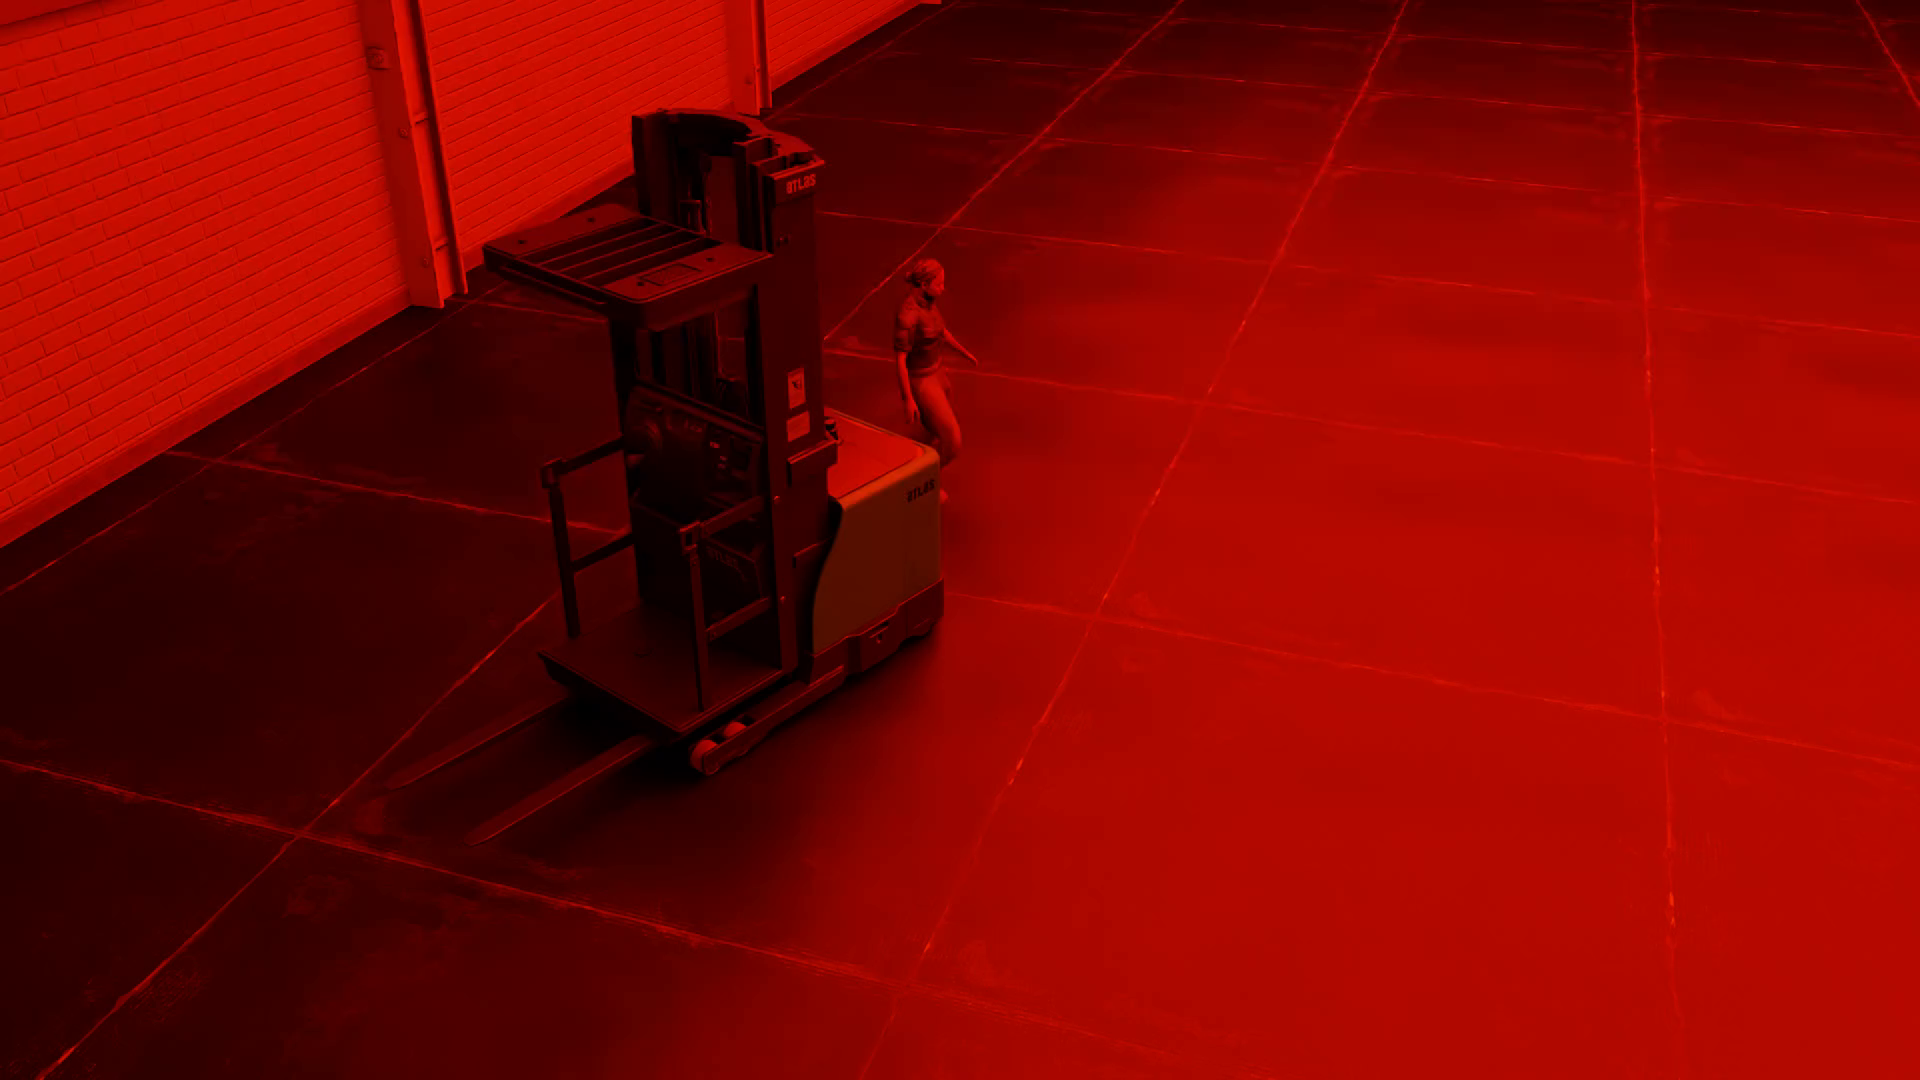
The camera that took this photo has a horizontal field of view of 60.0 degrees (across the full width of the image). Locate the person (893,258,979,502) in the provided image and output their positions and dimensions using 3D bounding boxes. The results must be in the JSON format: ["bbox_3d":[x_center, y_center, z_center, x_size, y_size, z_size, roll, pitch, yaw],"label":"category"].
[{"bbox_3d":[-0.193,-0.998,10.327,0.619,1.550,0.863,9,31,15],"label":"person"}]

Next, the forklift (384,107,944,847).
[{"bbox_3d":[-1.424,-0.413,7.861,1.130,2.935,3.031,23,37,34],"label":"forklift"}]
